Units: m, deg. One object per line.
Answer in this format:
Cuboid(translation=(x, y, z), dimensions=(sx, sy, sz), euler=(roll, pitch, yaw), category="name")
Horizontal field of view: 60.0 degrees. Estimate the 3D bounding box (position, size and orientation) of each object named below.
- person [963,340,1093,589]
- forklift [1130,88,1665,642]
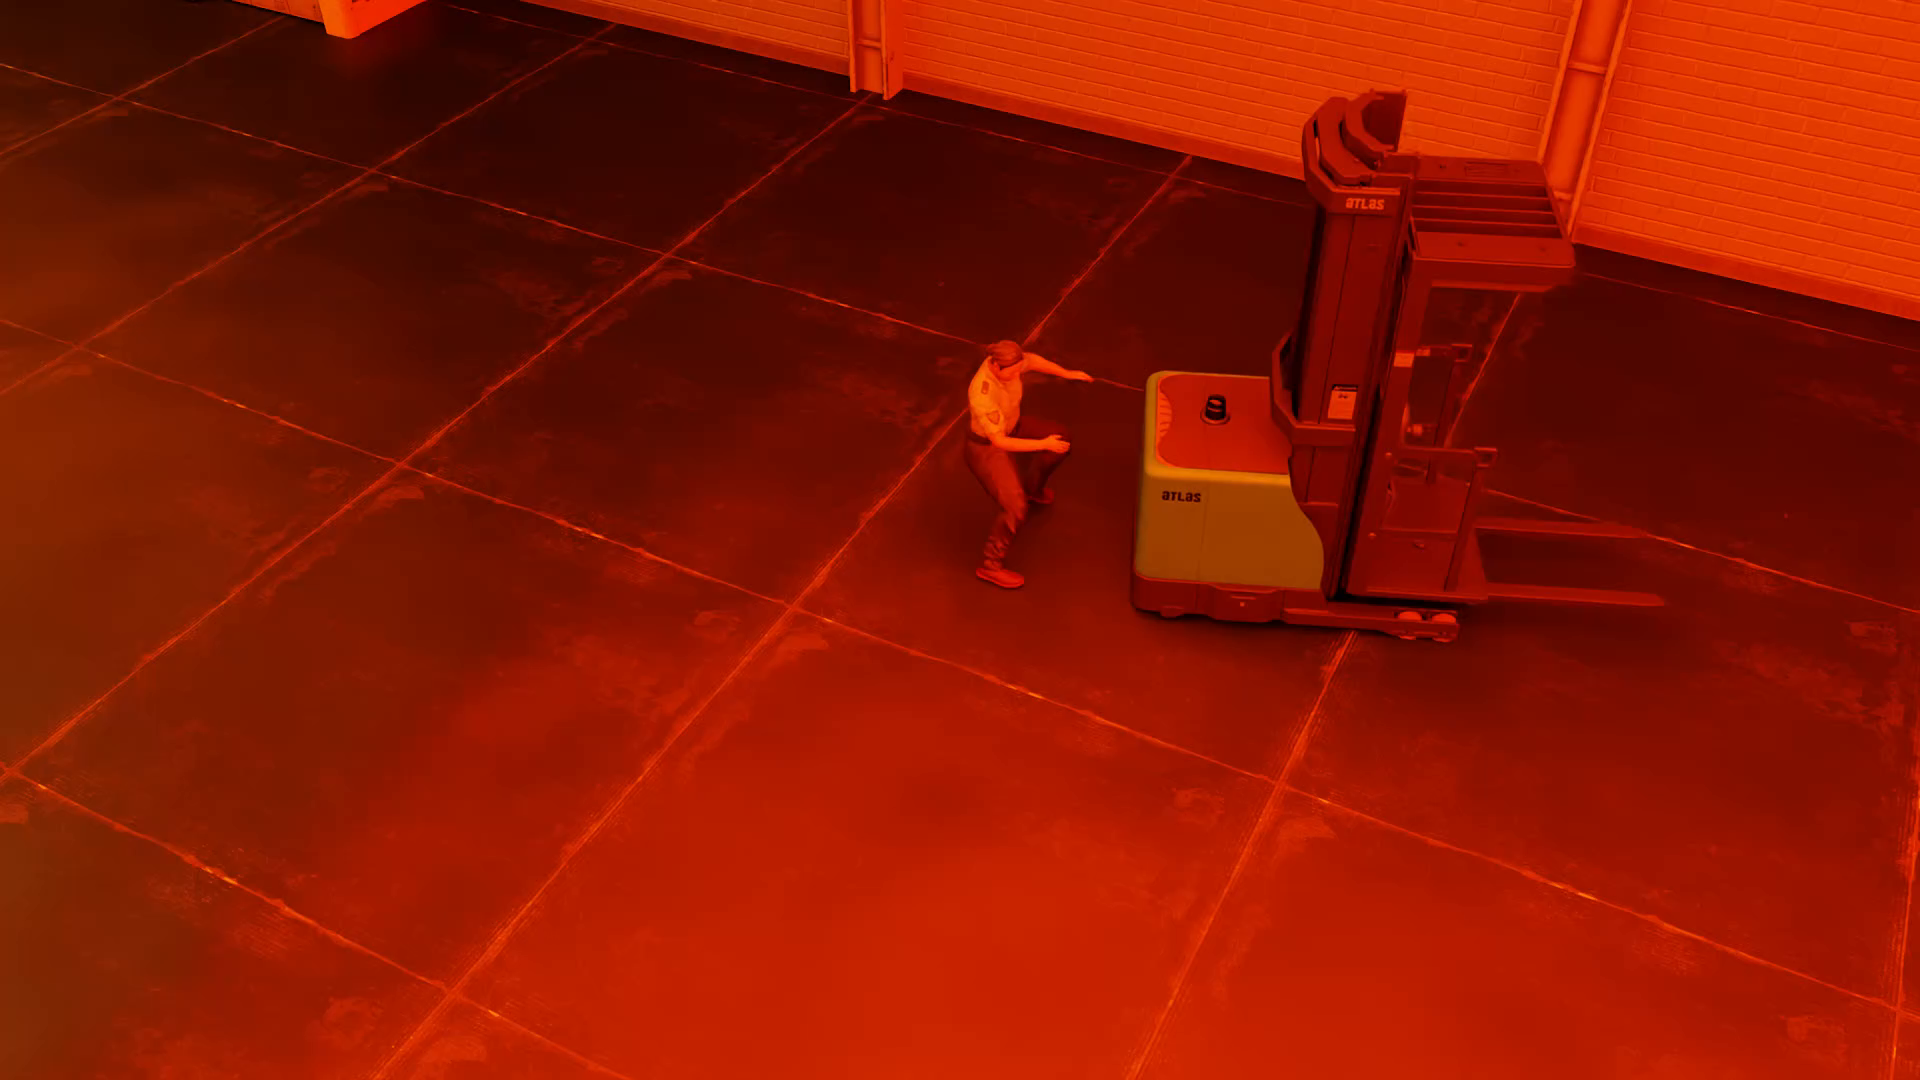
Cuboid(translation=(0.380, -0.565, 9.819), dimensions=(0.711, 1.434, 0.952), euler=(18, 43, 21), category="person")
Cuboid(translation=(2.547, -0.897, 9.052), dimensions=(3.031, 2.935, 1.130), euler=(4, 40, 5), category="forklift")
